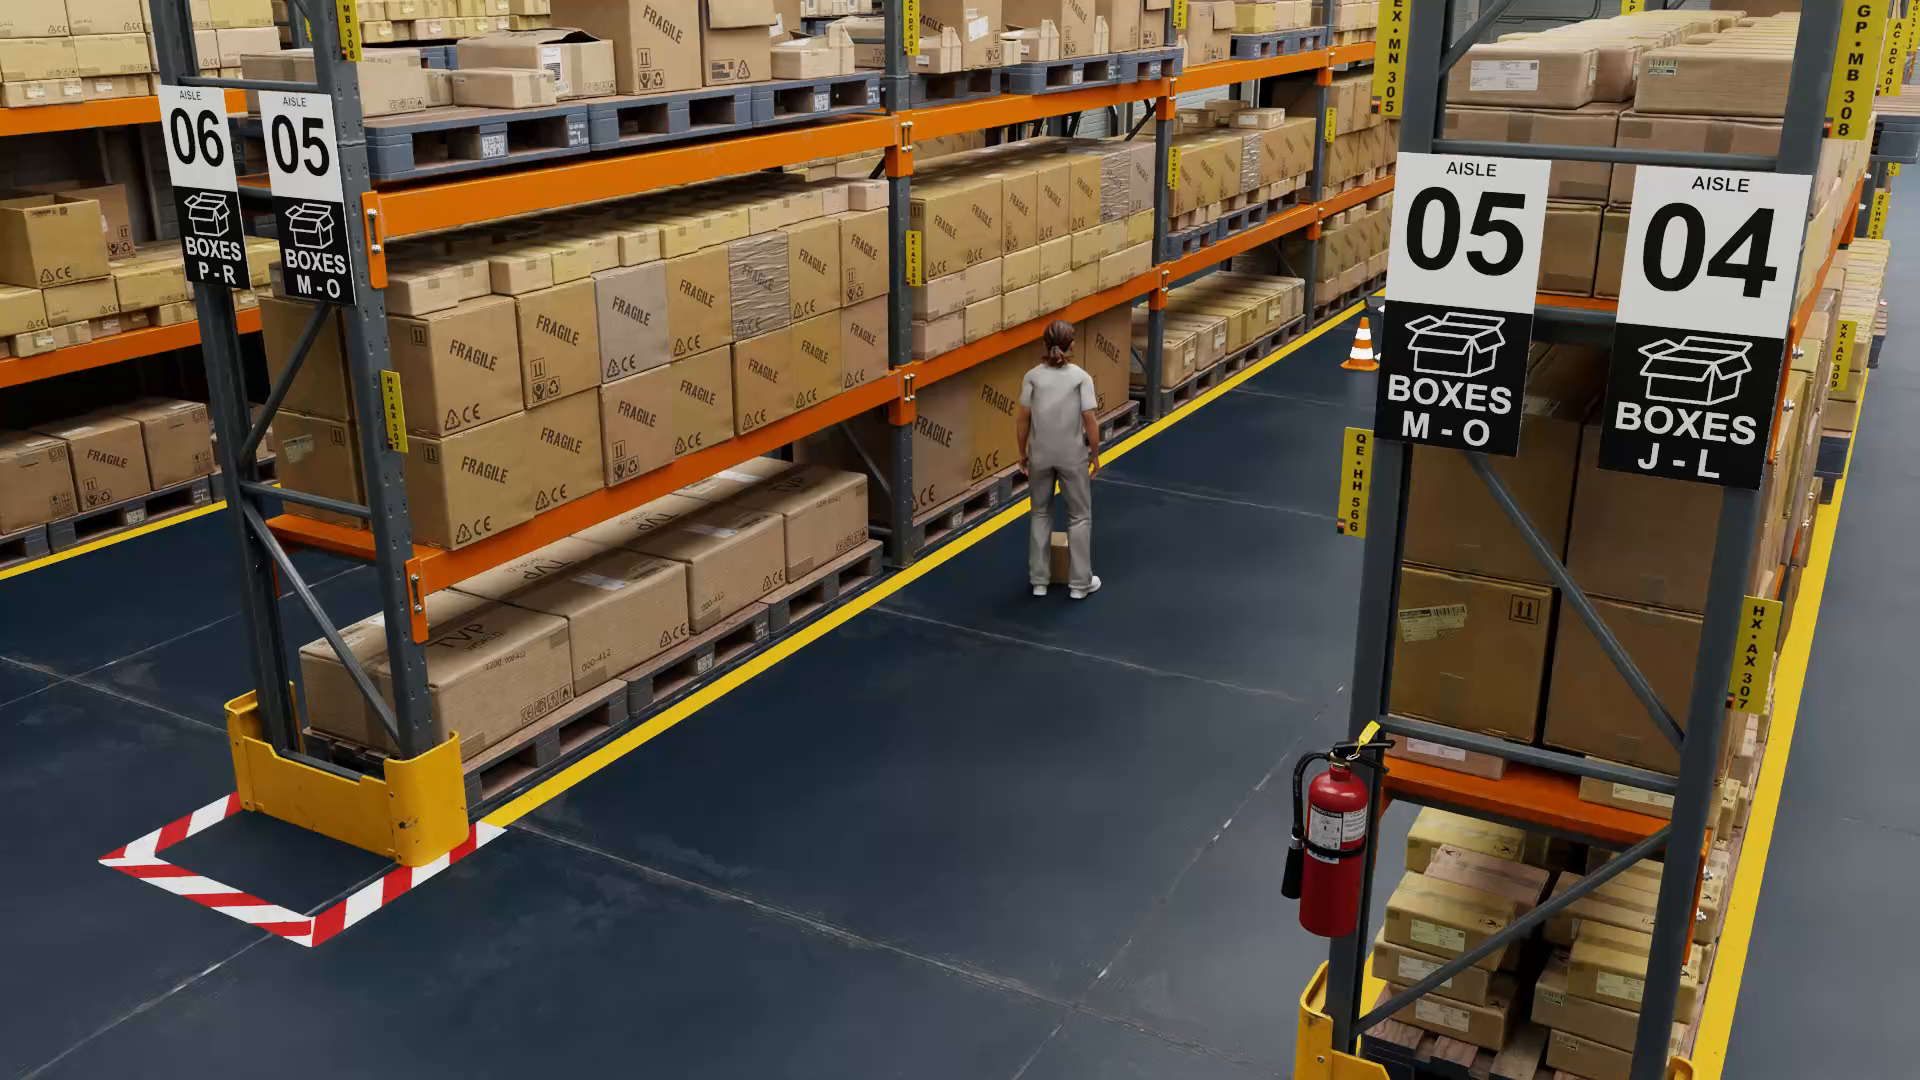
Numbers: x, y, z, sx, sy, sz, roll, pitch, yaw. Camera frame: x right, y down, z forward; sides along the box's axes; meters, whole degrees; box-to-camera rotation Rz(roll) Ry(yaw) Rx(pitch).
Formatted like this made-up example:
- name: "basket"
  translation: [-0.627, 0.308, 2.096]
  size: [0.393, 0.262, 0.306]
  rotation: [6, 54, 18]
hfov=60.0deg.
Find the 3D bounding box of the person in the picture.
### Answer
- name: "person"
  translation: [0.590, -0.475, 9.917]
  size: [0.504, 1.669, 0.351]
  rotation: [5, 20, 14]
